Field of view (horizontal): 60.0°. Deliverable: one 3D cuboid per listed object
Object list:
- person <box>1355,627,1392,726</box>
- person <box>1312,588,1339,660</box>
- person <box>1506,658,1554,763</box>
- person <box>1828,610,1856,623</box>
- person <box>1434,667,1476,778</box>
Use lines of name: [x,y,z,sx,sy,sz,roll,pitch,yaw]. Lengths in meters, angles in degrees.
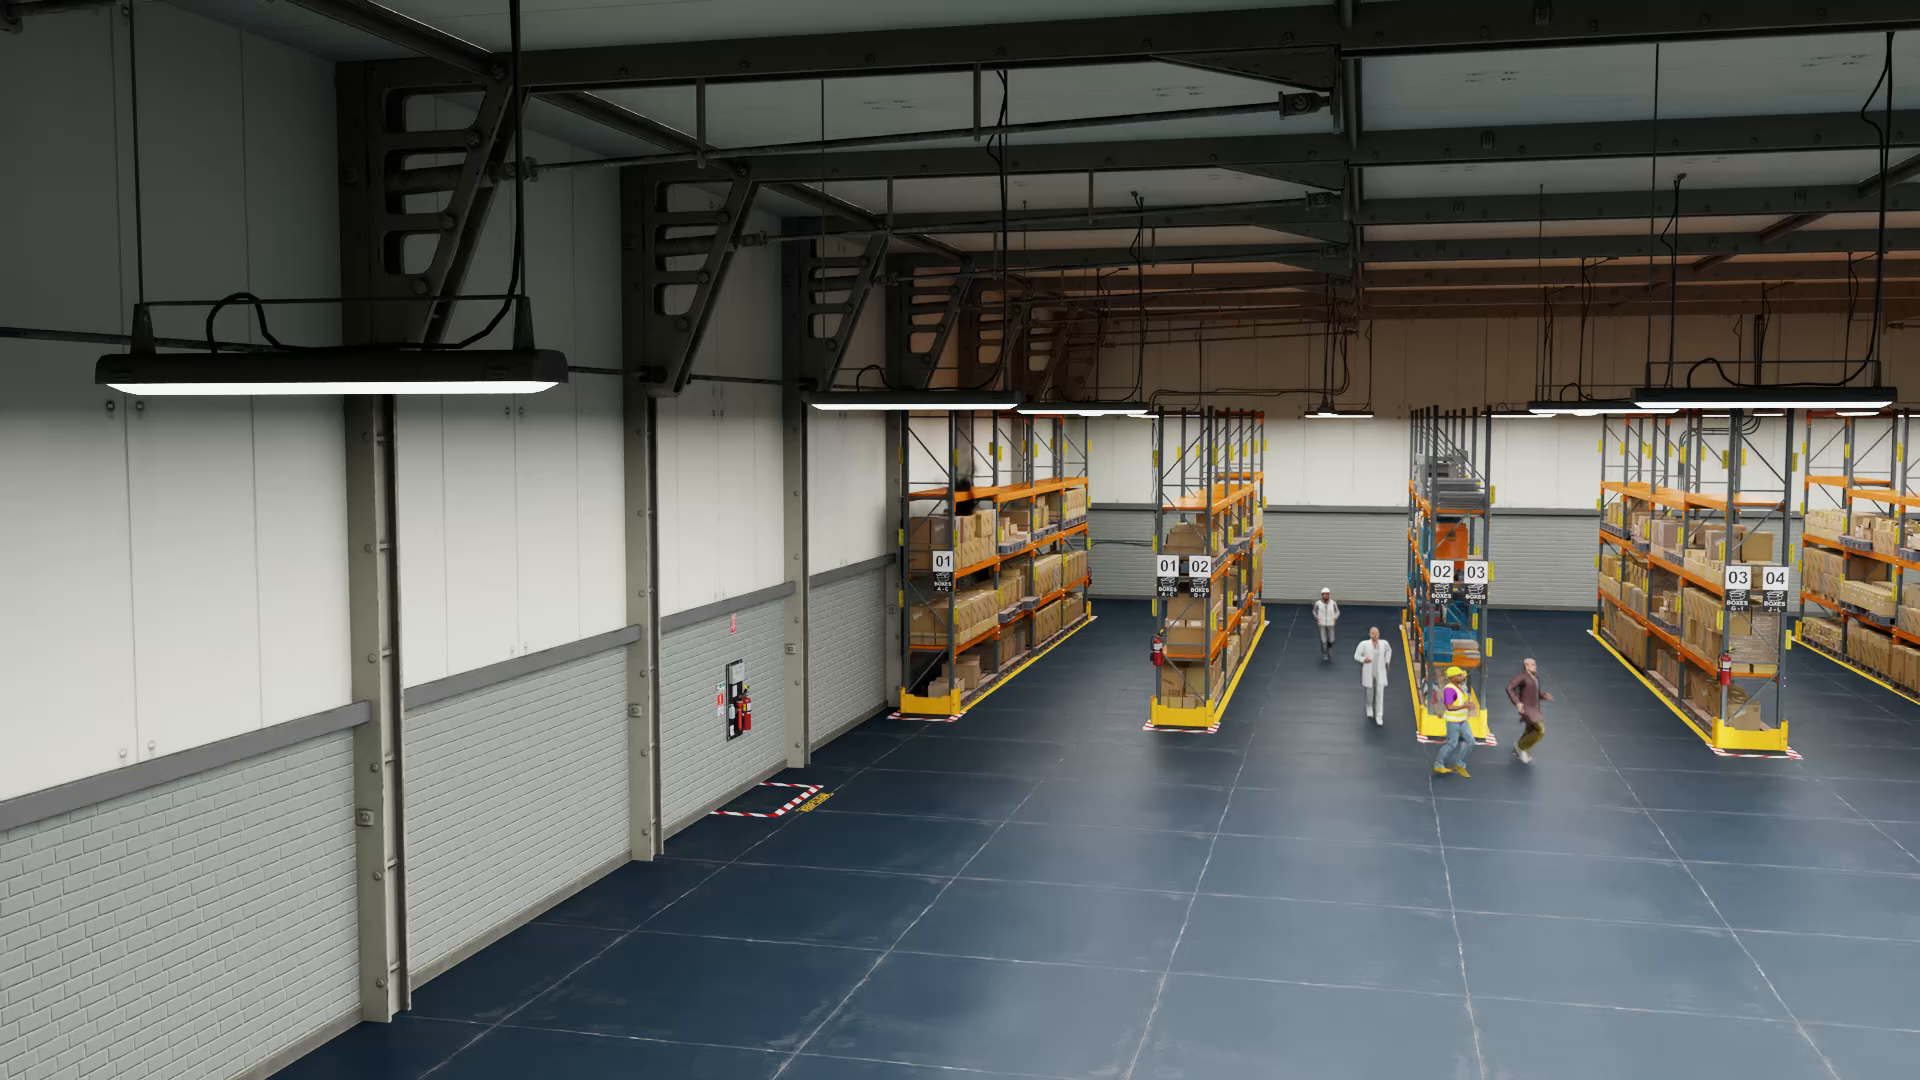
person: [7.845,2.546,31.564,0.711,1.791,1.057,1,4,9]
person: [8.733,2.011,39.673,0.638,1.725,0.576,1,4,9]
person: [9.528,2.891,27.719,0.711,1.663,0.686,4,6,43]
person: [23.484,1.759,44.195,0.710,1.651,0.775,-3,5,-40]
person: [7.968,2.932,26.673,0.706,1.812,0.673,3,5,40]
